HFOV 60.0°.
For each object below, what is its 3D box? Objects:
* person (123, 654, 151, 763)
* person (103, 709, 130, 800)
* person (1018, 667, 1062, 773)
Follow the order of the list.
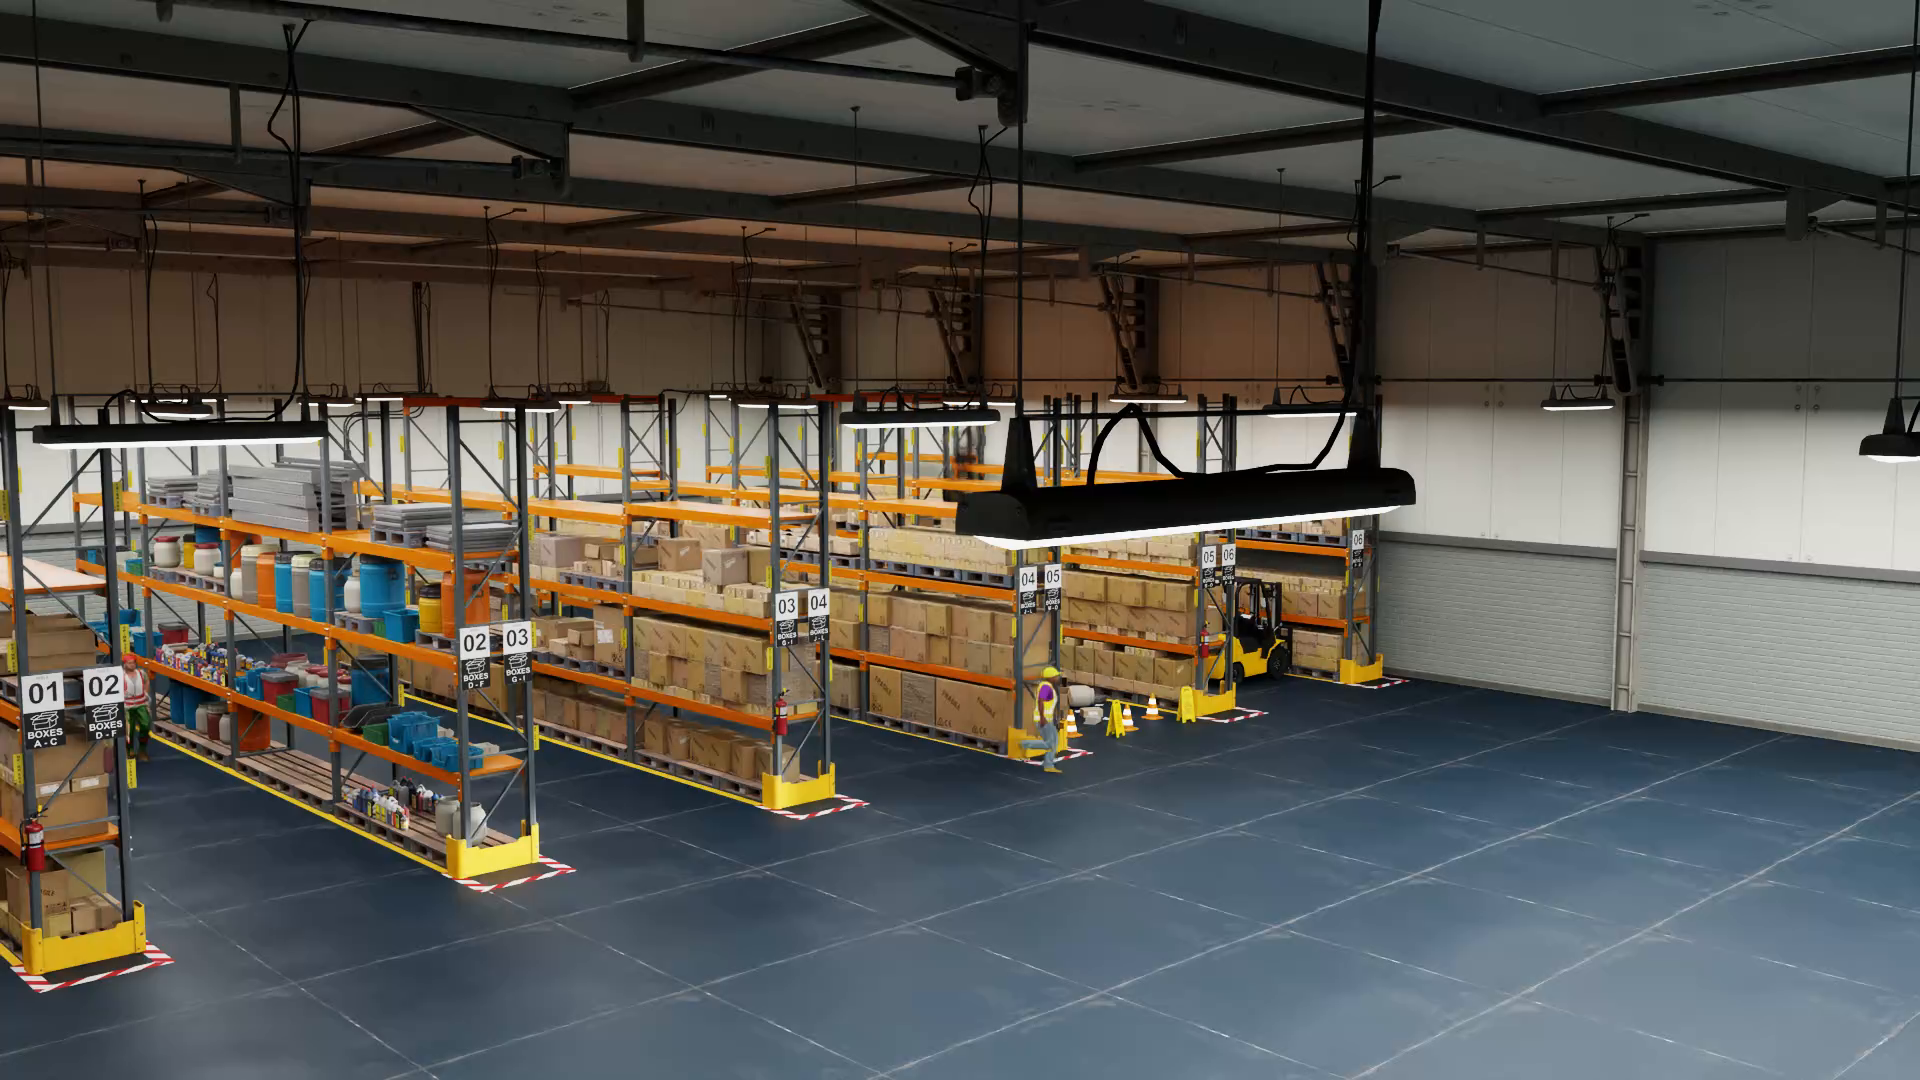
[{"bbox_3d":[-13.673,2.791,27.510,0.628,1.825,0.746,-5,7,-40],"label":"person"},{"bbox_3d":[-12.824,3.117,25.131,0.889,1.652,0.587,4,7,35],"label":"person"},{"bbox_3d":[1.292,2.909,26.808,0.723,1.726,0.725,0,6,2],"label":"person"}]
